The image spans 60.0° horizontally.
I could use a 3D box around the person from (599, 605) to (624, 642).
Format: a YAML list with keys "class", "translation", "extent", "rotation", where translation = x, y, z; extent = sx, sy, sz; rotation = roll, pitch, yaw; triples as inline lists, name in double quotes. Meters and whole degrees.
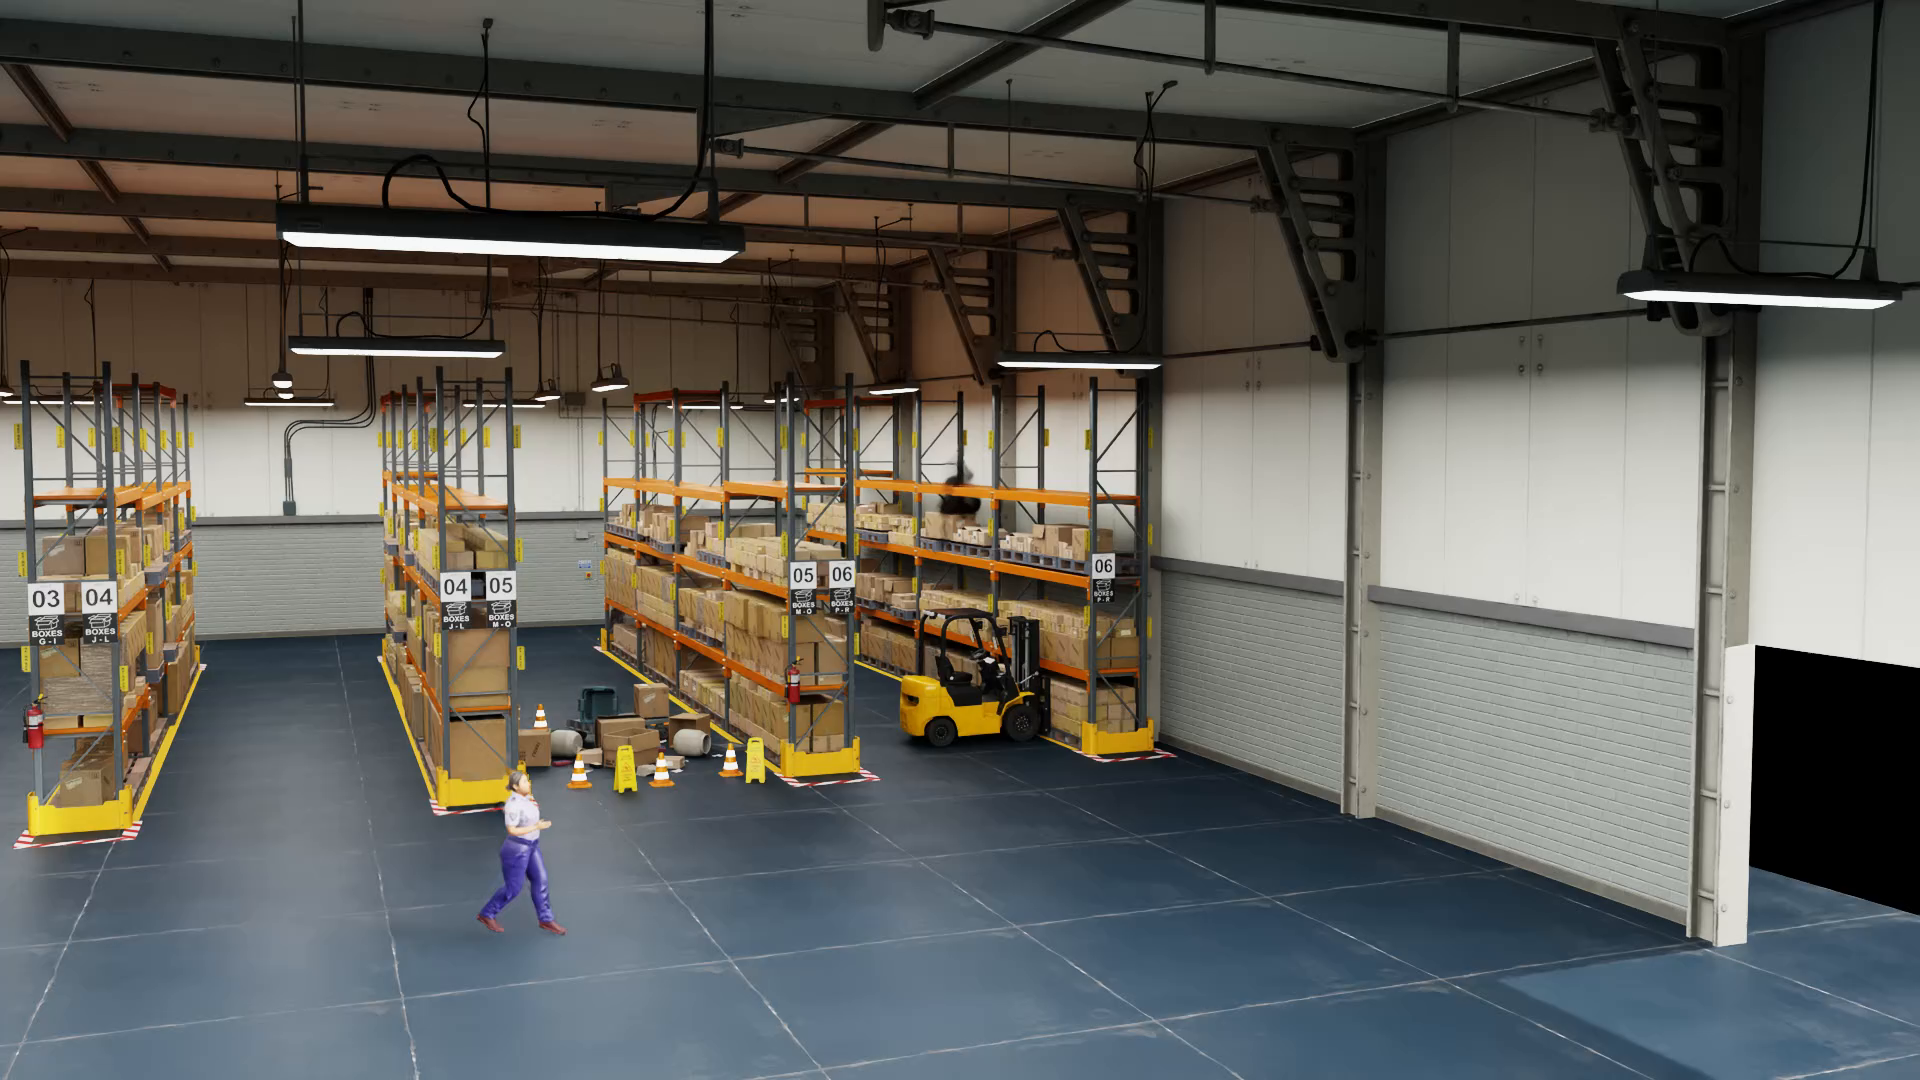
- class: "person"
  translation: [-8.449, 1.704, 40.977]
  extent: [0.898, 1.667, 0.769]
  rotation: [-1, 4, -12]

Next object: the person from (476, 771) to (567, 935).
- class: "person"
  translation: [-4.424, 3.156, 16.720]
  extent: [0.874, 1.672, 0.598]
  rotation: [0, 3, 6]
